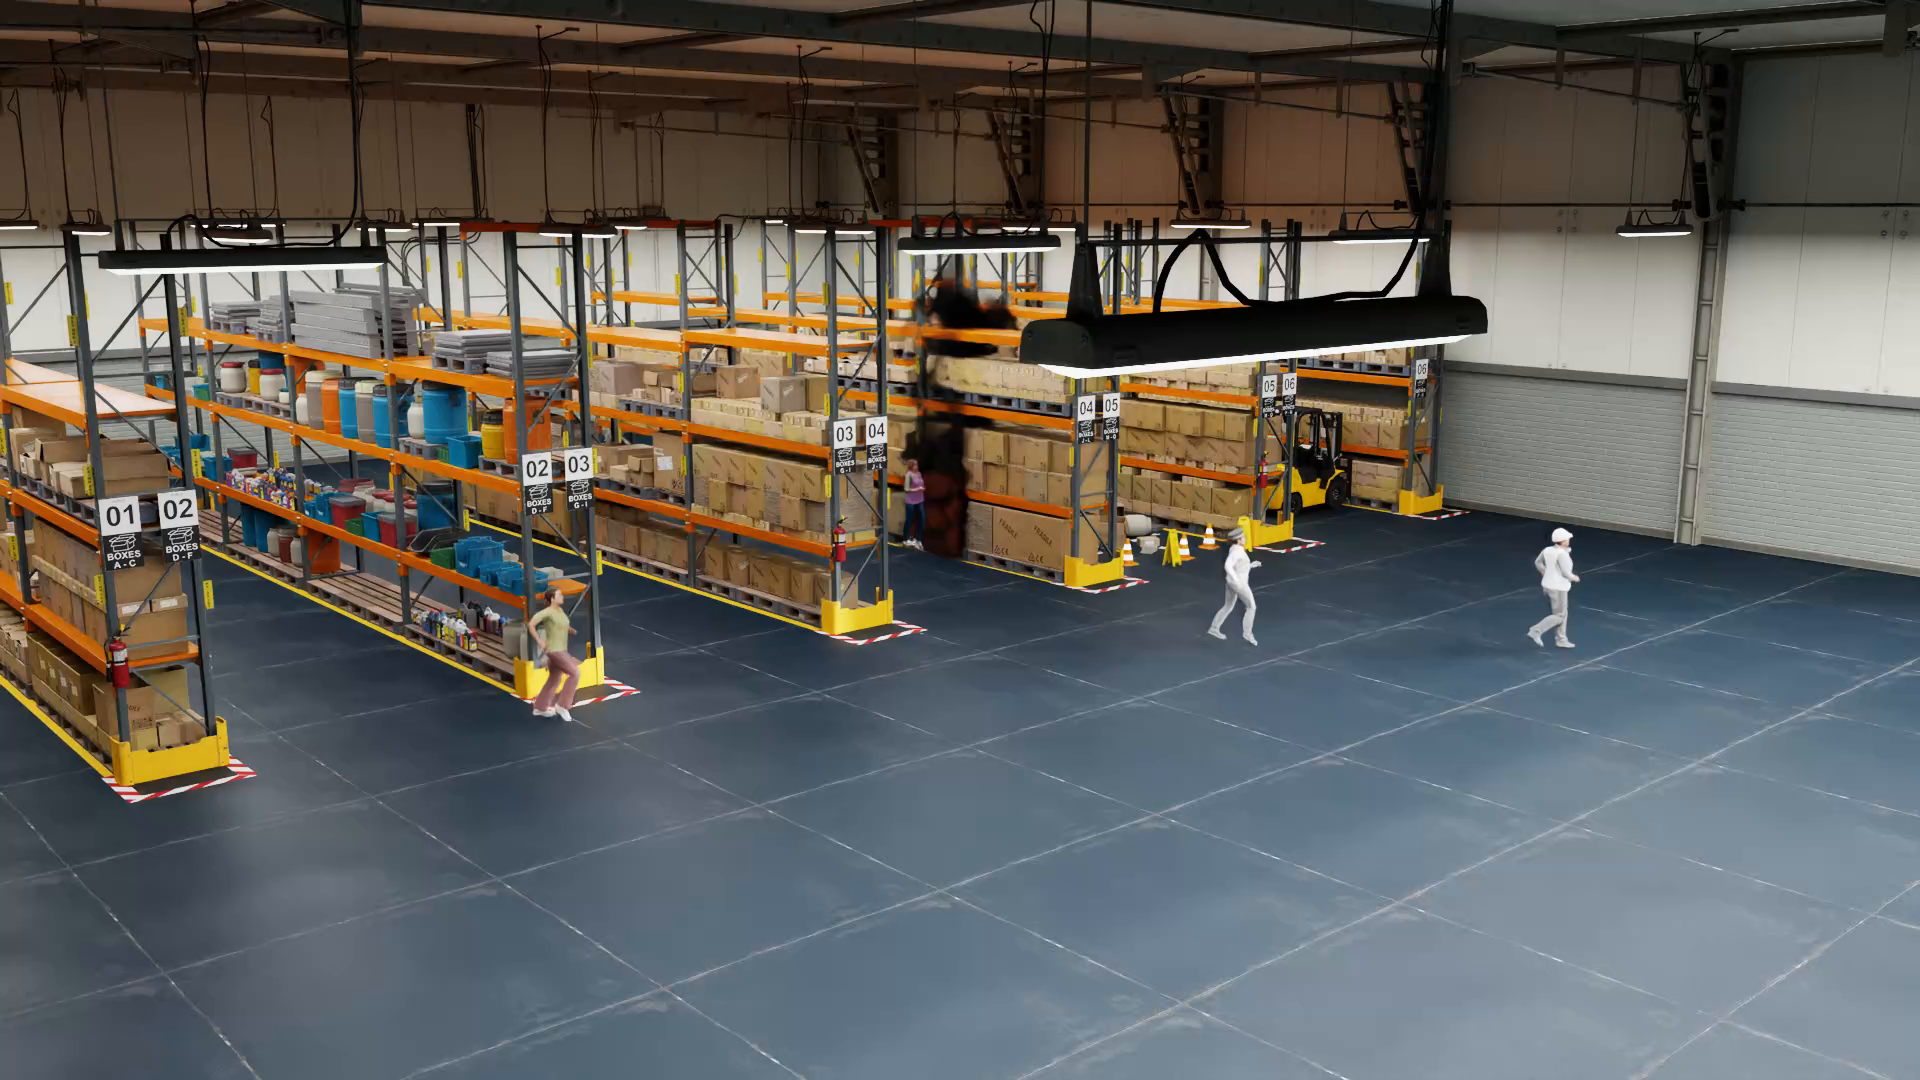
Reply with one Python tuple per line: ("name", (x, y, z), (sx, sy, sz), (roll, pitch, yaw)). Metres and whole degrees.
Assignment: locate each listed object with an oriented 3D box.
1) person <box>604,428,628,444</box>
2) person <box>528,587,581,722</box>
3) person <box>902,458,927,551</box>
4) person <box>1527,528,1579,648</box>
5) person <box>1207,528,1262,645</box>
("person", (-8.659, -2.842, 41.451), (0.898, 1.769, 0.739), (2, 12, 10))
("person", (-5.038, 1.418, 20.751), (0.639, 1.668, 0.590), (0, 11, -2))
("person", (-0.783, -0.627, 29.545), (0.633, 1.657, 0.517), (11, 16, 43))
("person", (8.544, 0.708, 23.927), (0.816, 1.783, 0.683), (-2, 12, -9))
("person", (4.016, 0.681, 24.215), (0.763, 1.752, 0.583), (-2, 12, -8))
